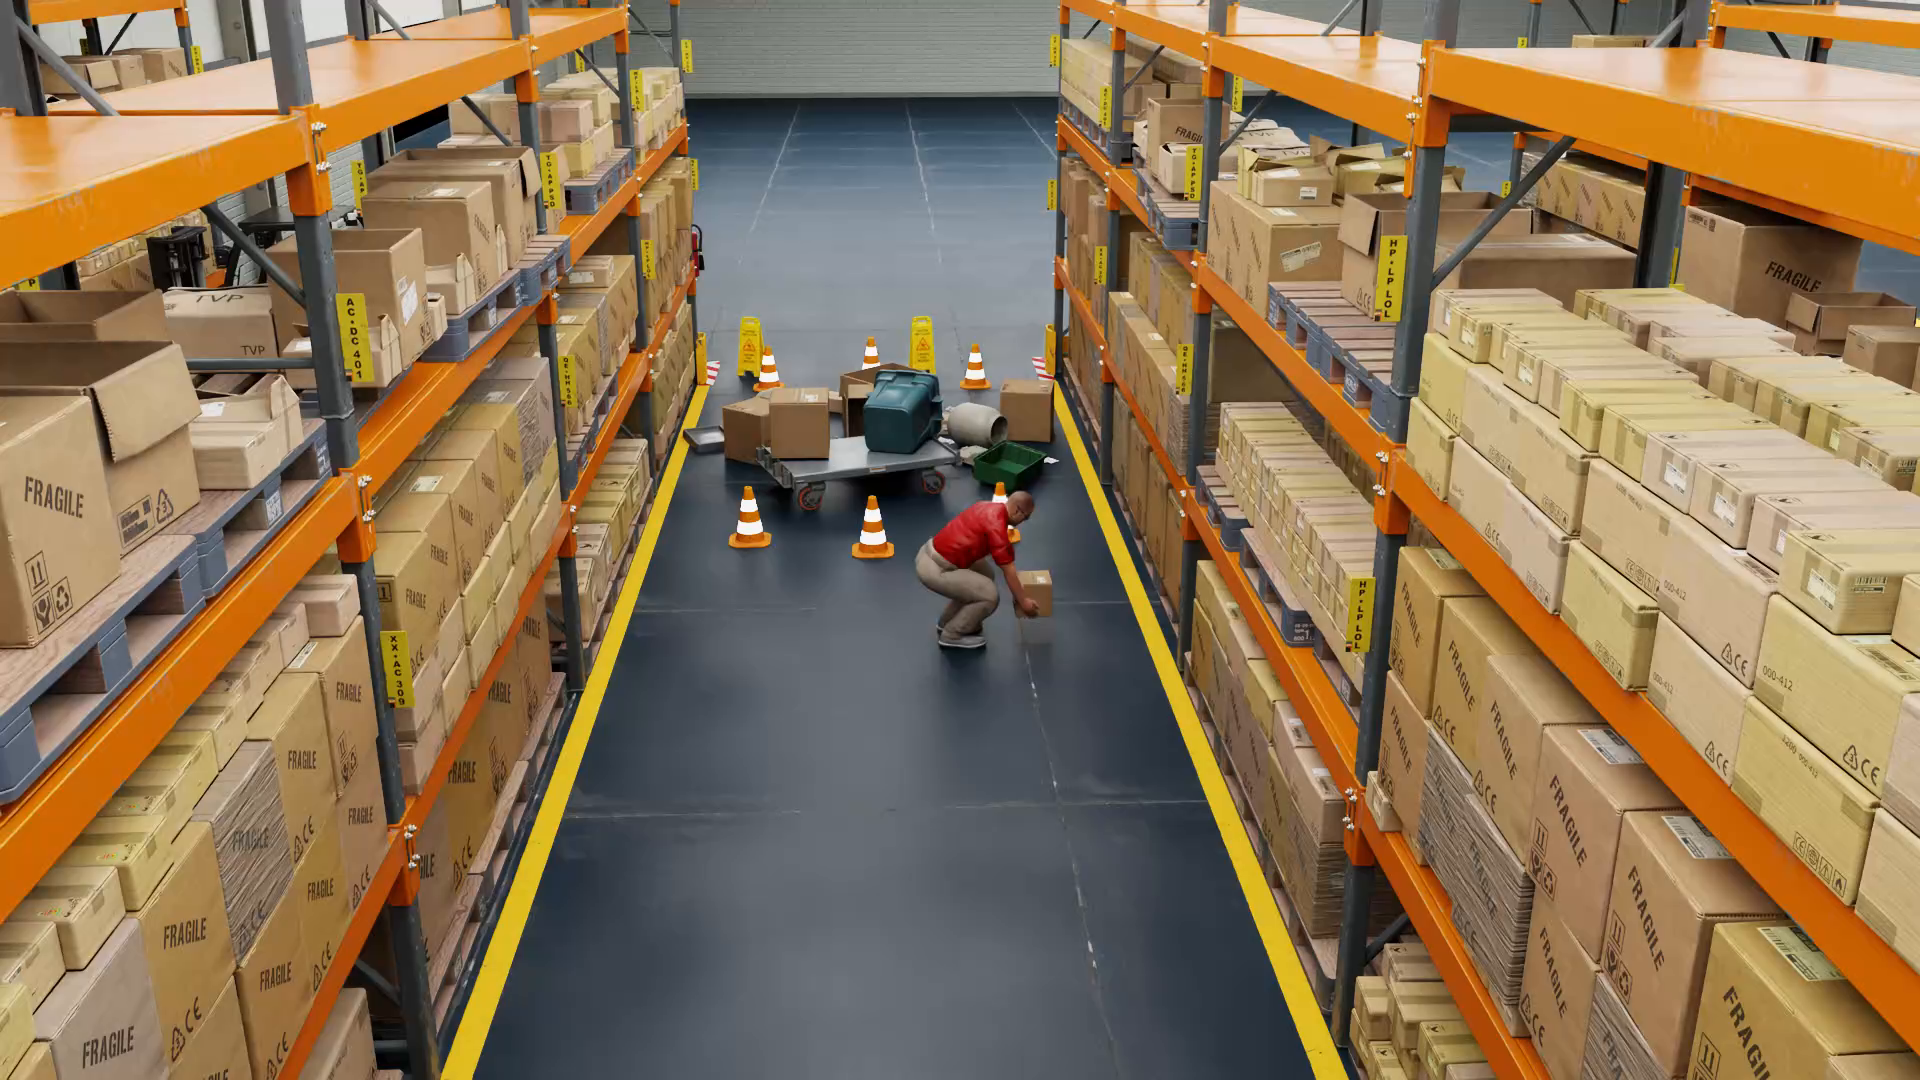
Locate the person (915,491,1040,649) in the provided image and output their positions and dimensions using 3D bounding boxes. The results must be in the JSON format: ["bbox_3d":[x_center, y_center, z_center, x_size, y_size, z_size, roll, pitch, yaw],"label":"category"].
[{"bbox_3d":[0.116,0.180,11.580,0.857,1.064,0.573,-1,20,-3],"label":"person"}]
